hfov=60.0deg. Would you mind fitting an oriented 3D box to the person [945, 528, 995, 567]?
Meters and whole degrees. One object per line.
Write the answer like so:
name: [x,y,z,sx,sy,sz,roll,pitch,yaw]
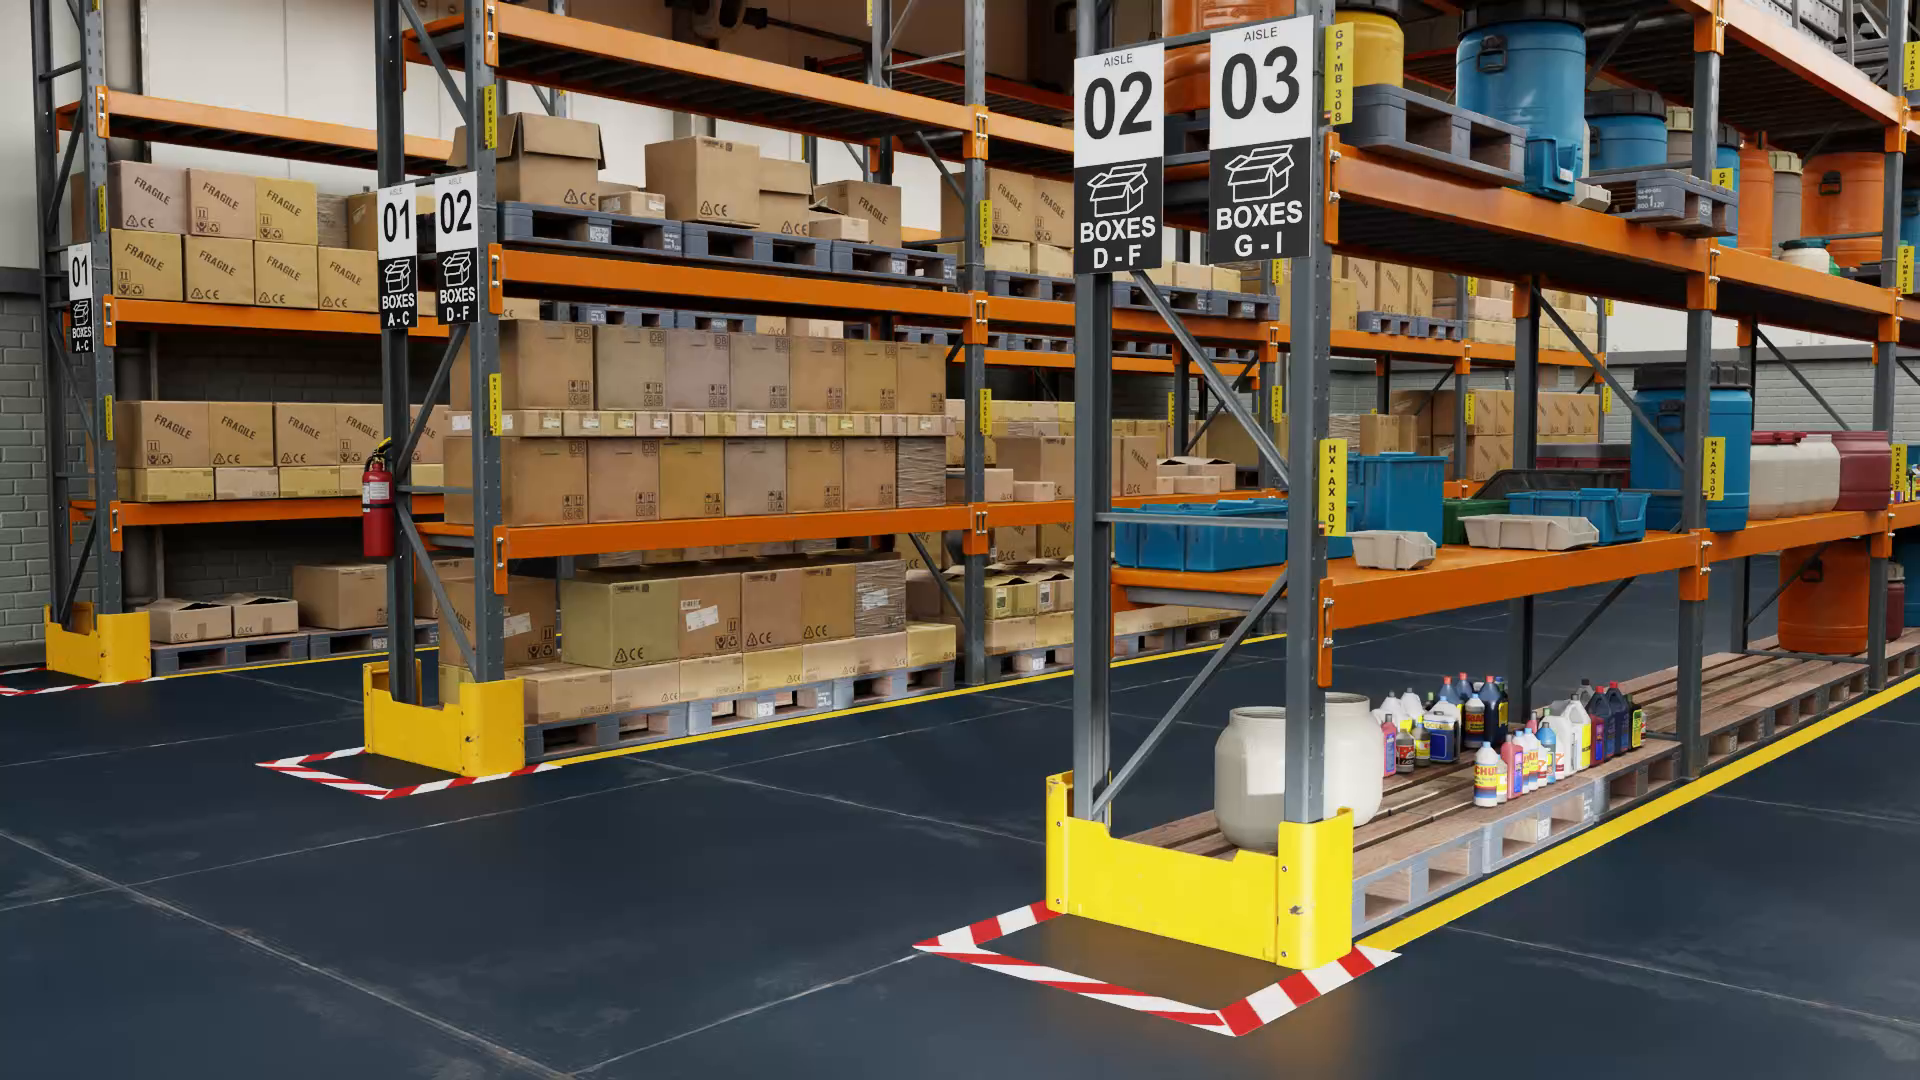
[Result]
person: [0.093,0.018,17.231,0.494,1.416,0.598,3,5,41]
